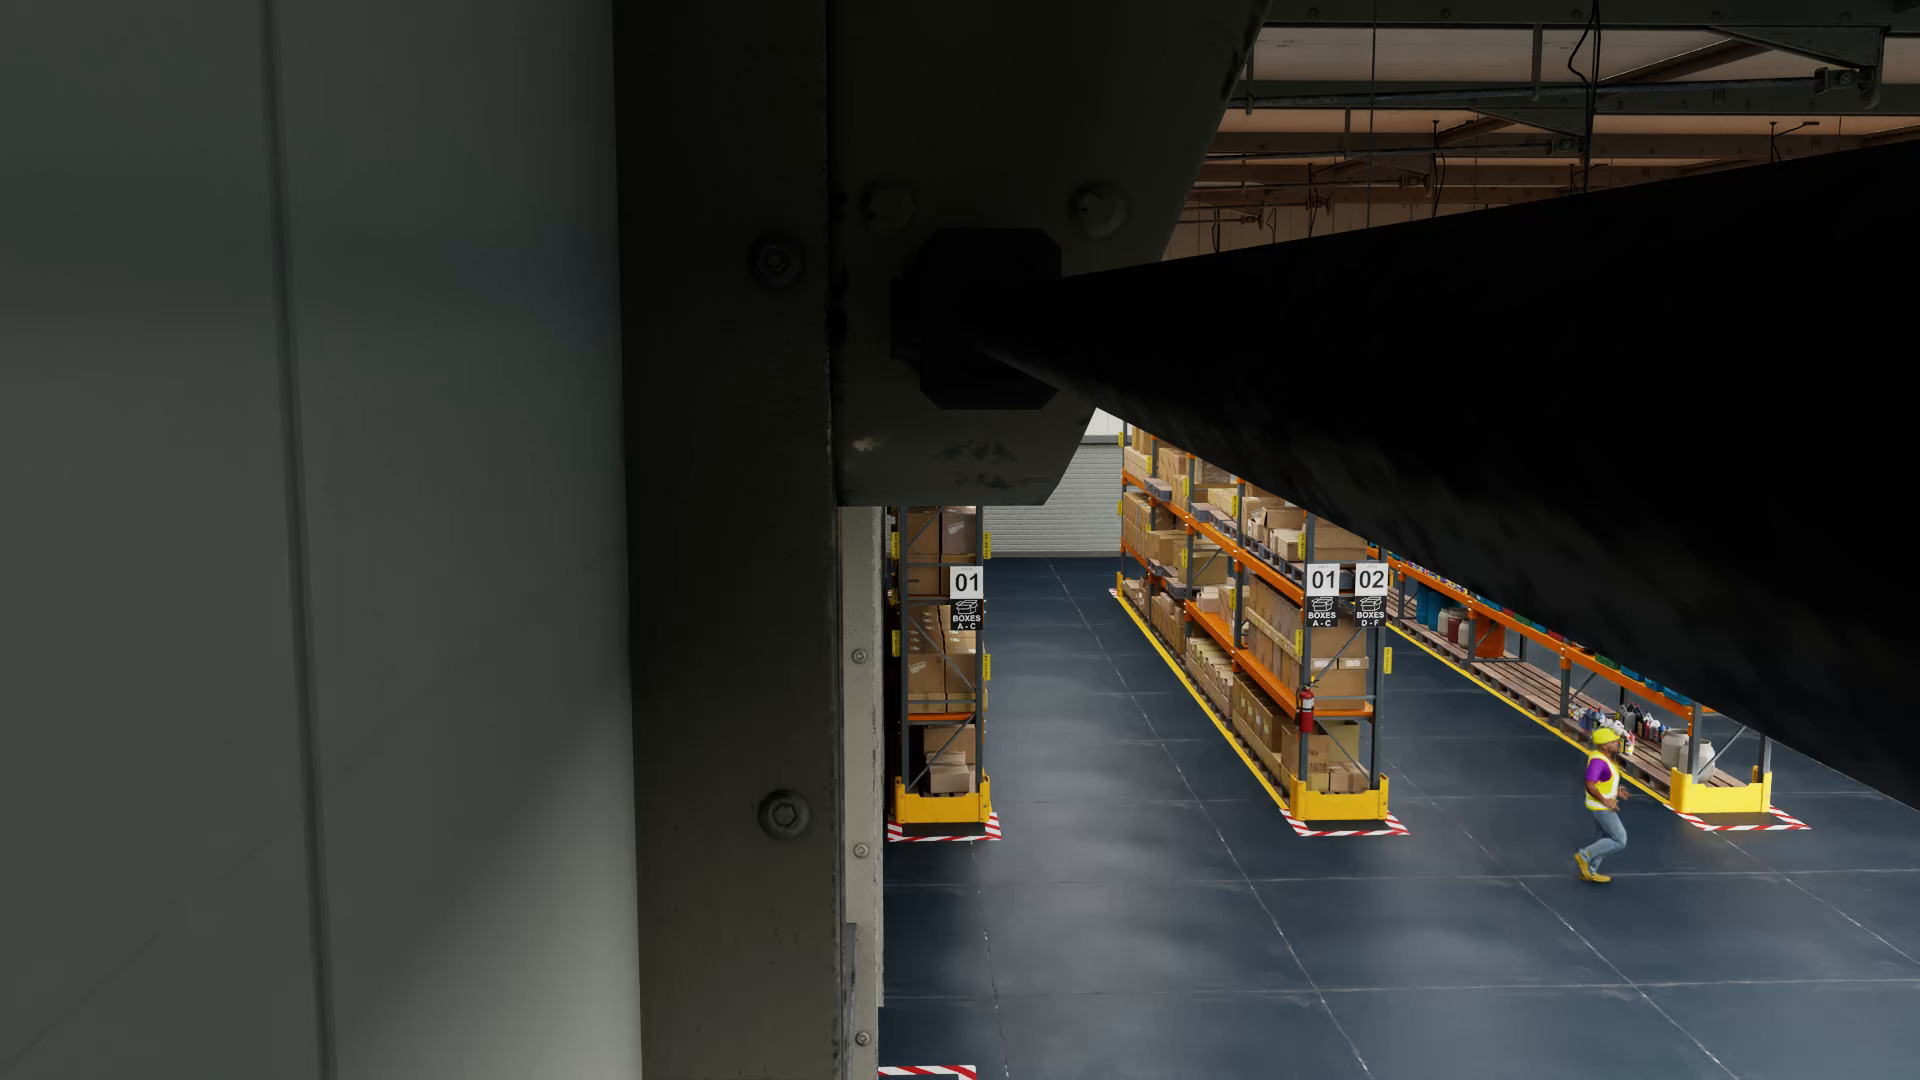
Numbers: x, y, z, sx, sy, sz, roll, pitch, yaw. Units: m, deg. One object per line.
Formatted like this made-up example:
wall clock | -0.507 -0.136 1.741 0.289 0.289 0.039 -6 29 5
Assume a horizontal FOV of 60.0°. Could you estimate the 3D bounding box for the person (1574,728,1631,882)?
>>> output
person | 7.079 2.920 18.272 0.571 1.718 0.676 3 8 18
